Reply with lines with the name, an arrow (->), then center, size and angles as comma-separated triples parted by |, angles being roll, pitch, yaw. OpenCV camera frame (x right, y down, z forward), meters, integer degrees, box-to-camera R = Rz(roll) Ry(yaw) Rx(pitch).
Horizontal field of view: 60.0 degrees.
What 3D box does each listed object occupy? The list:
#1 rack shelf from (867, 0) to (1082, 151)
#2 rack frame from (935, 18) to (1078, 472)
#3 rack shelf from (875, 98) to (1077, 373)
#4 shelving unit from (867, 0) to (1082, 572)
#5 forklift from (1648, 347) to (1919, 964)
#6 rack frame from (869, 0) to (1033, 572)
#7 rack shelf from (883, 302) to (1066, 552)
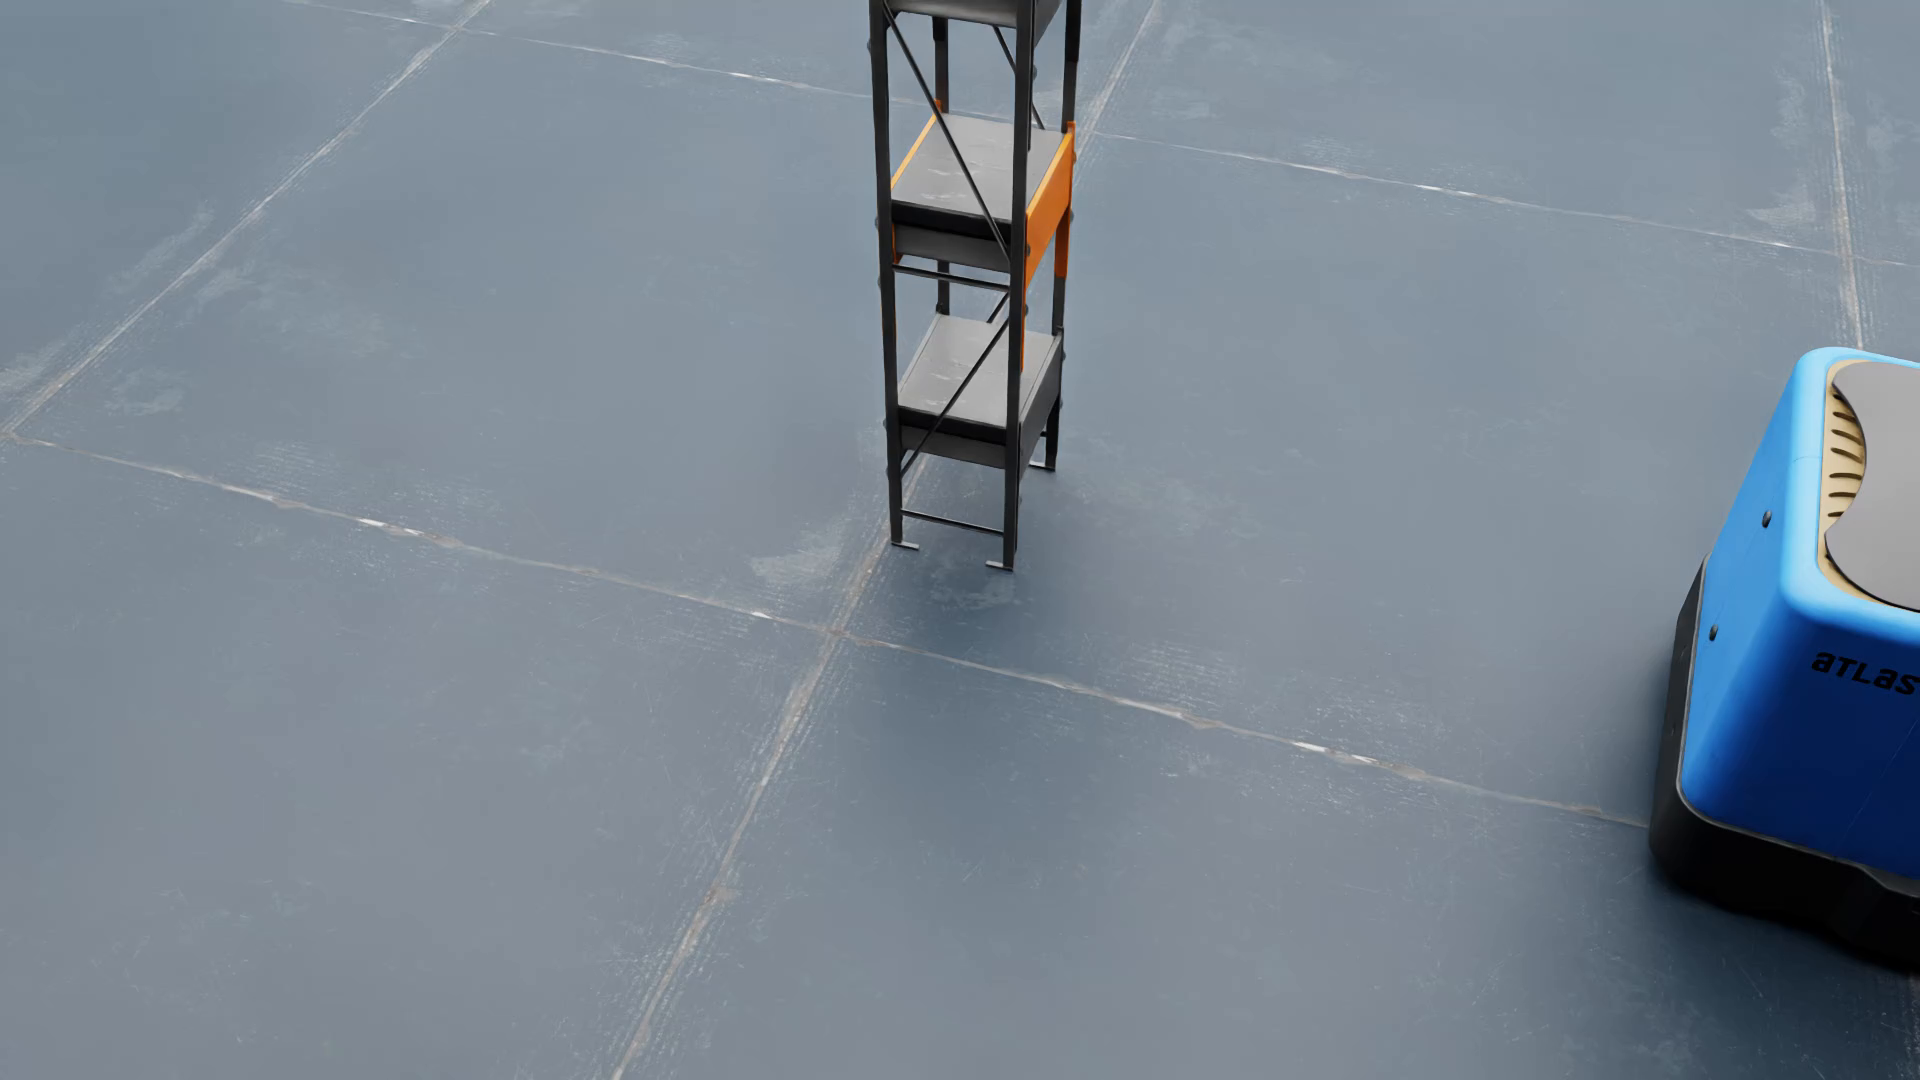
rack shelf -> 0.050, -1.351, 4.148 | 0.431, 0.518, 0.480 | 13, 46, 12
rack frame -> 0.124, -1.023, 4.795 | 0.400, 2.100, 0.015 | 13, 46, 12
rack shelf -> 0.050, -0.851, 4.638 | 0.431, 0.518, 0.480 | 13, 46, 12
shelving unit -> 0.050, -0.861, 4.628 | 0.431, 2.100, 0.503 | 13, 46, 12
forklift -> 3.364, -0.092, 3.248 | 3.031, 2.935, 1.130 | 16, 47, 16
rack frame -> -0.024, -0.698, 4.462 | 0.400, 2.100, 0.015 | 13, 46, 12
rack shelf -> 0.050, -0.351, 5.128 | 0.431, 0.518, 0.480 | 13, 46, 12
